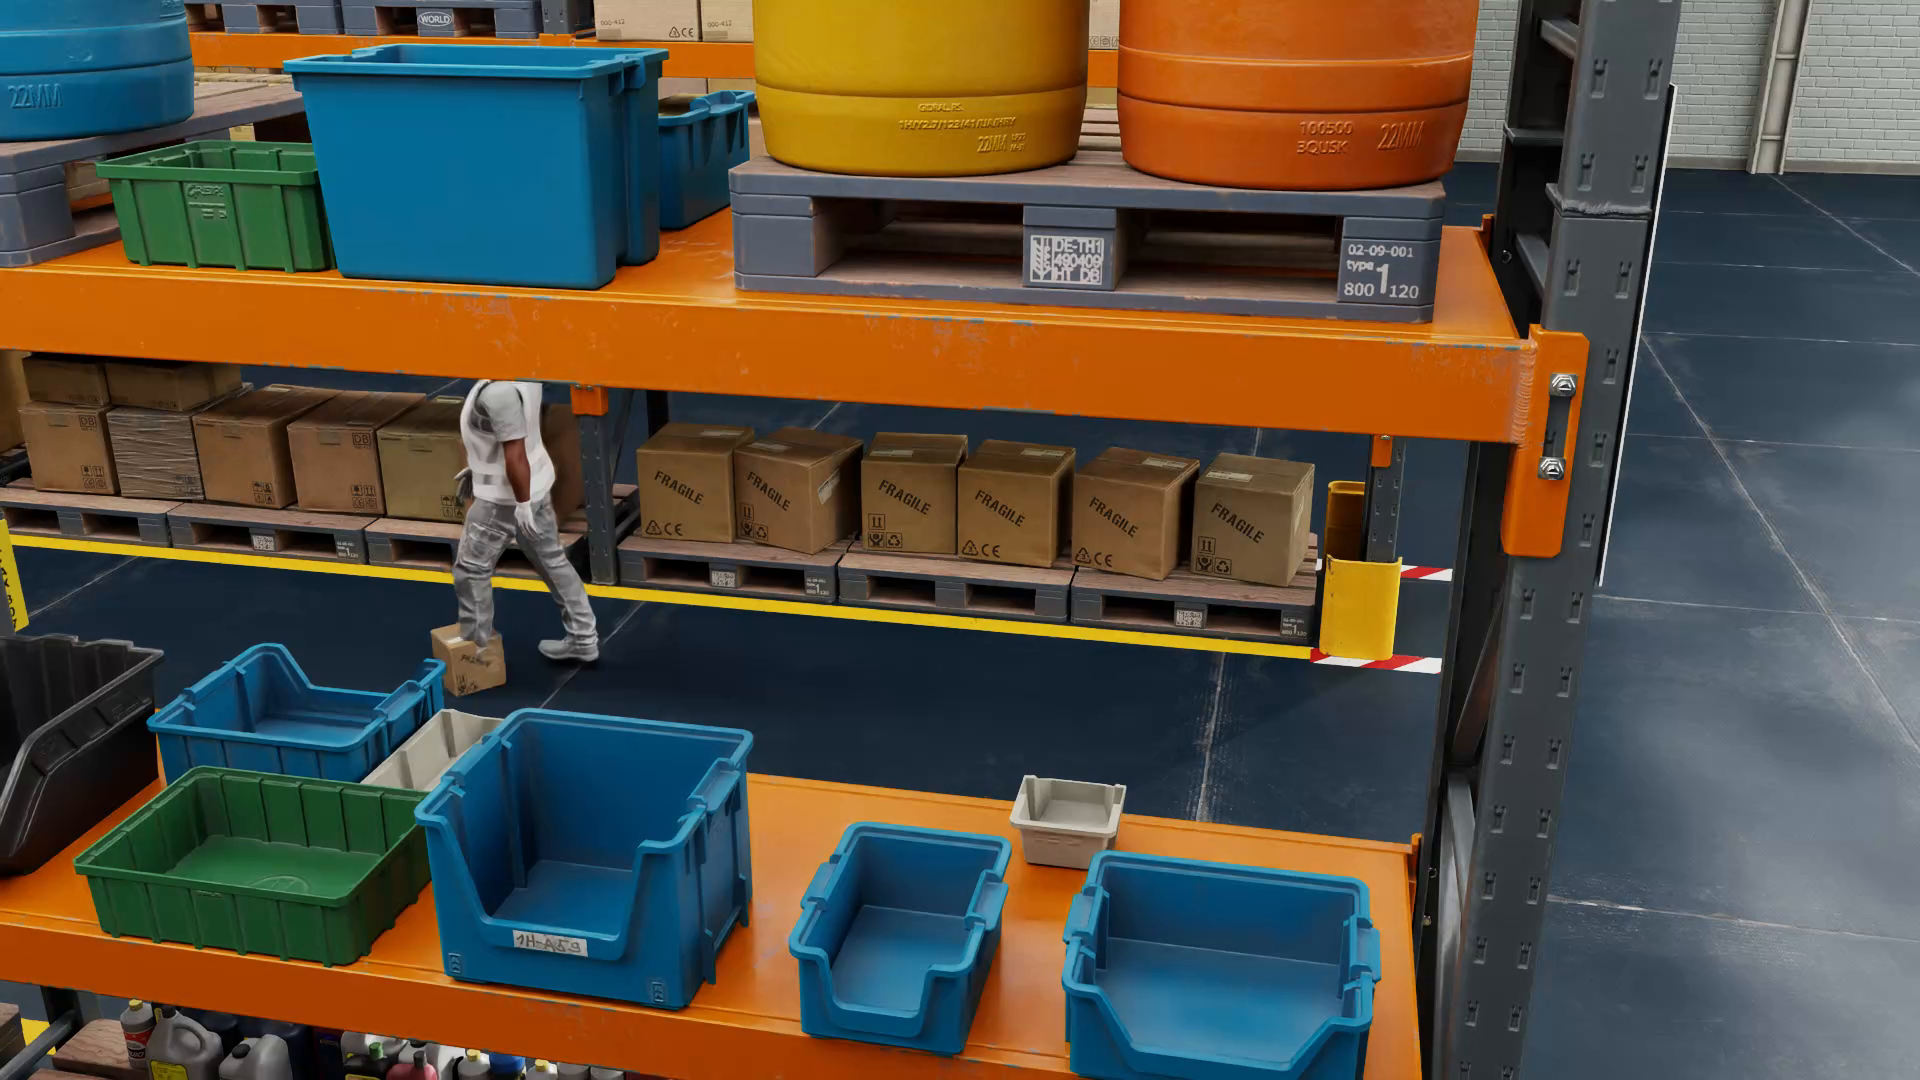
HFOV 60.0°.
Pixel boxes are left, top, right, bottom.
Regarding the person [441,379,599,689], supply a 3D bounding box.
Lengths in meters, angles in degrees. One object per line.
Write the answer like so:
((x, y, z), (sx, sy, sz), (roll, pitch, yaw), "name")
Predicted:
((-2.103, -0.200, 7.584), (0.754, 1.825, 0.549), (1, 21, 3), "person")
